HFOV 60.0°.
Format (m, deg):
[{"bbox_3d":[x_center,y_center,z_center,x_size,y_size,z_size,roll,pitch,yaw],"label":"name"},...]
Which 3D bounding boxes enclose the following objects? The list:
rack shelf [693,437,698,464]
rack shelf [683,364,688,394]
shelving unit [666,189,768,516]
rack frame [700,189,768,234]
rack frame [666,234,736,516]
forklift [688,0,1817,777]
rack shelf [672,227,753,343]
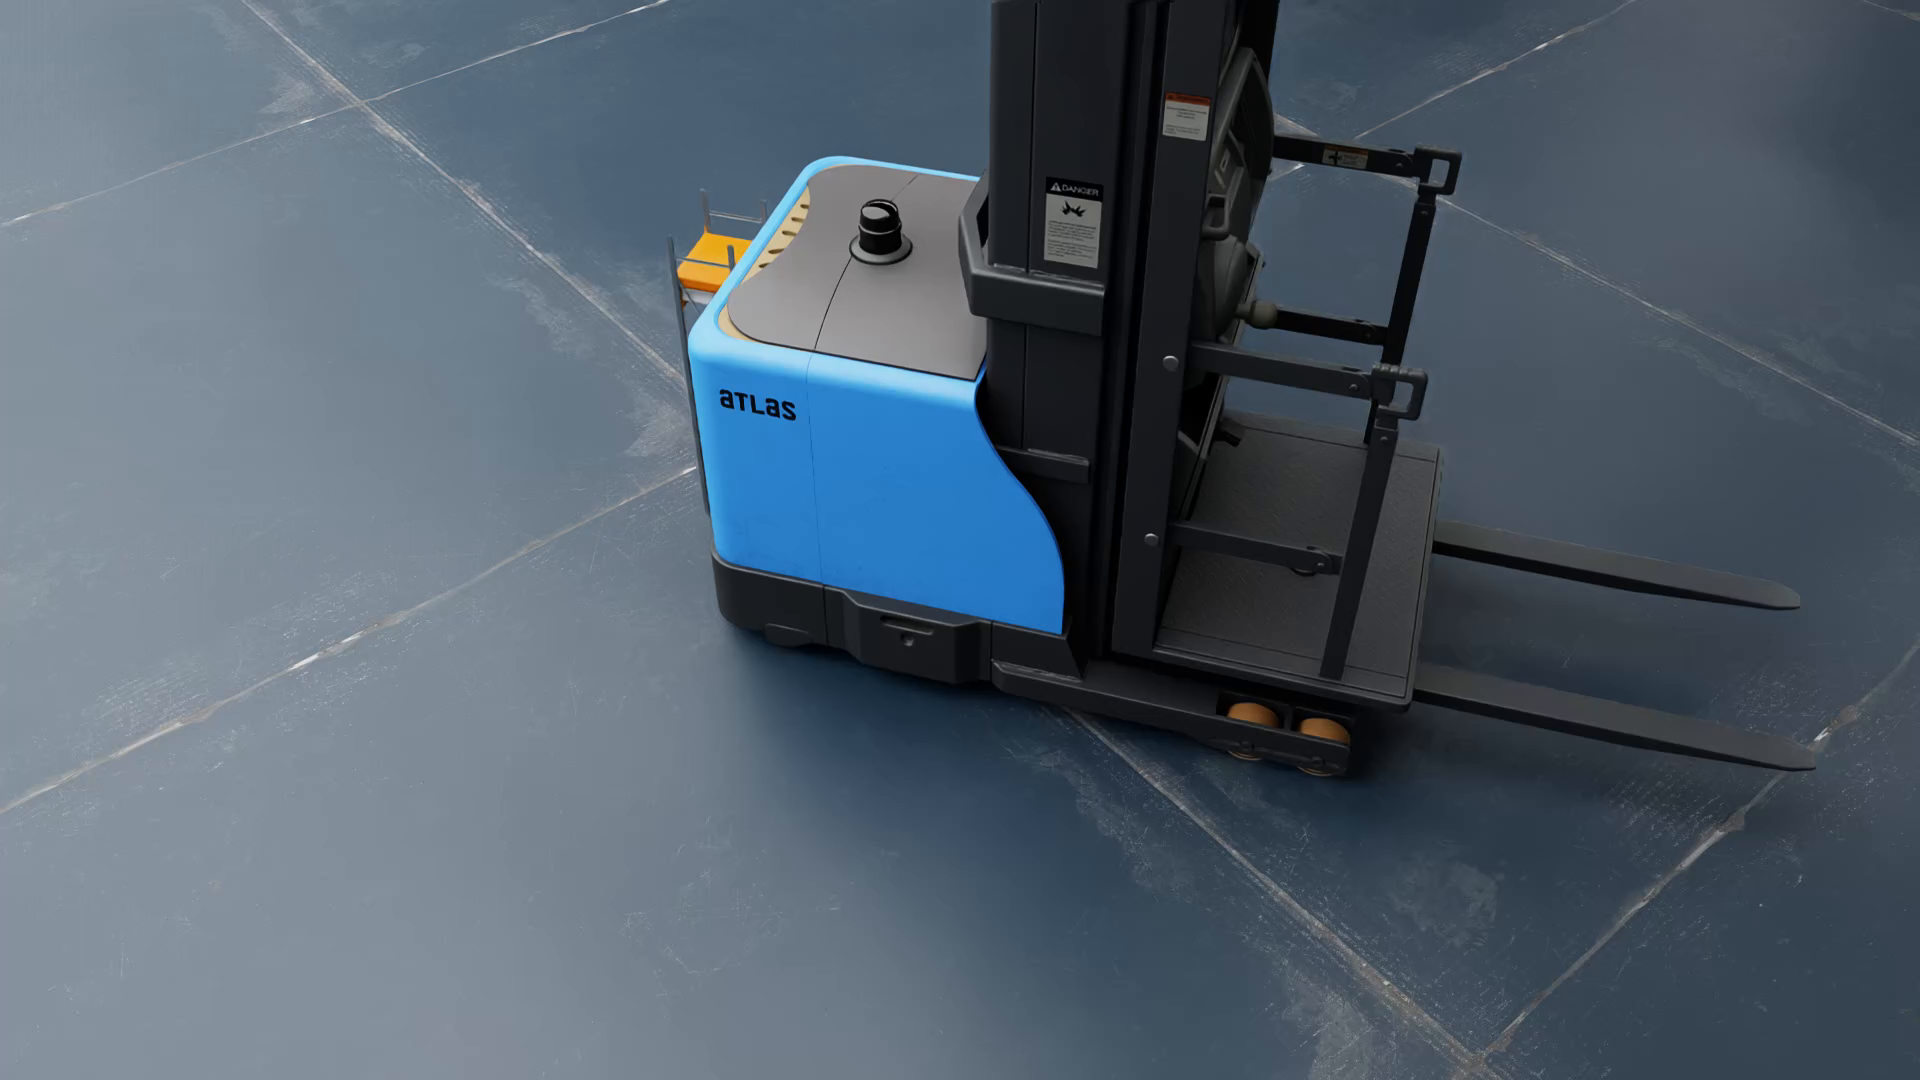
[{"bbox_3d":[-0.686,-0.316,5.241,0.215,0.259,0.240,12,44,12],"label":"rack shelf"},{"bbox_3d":[-0.686,-0.519,5.051,0.215,0.259,0.240,12,44,12],"label":"rack shelf"},{"bbox_3d":[-0.686,-0.527,5.044,0.215,1.050,0.252,12,44,12],"label":"shelving unit"},{"bbox_3d":[-0.651,-0.607,5.129,0.200,1.050,0.008,12,44,12],"label":"rack frame"},{"bbox_3d":[-0.721,-0.447,4.959,0.200,1.050,0.008,12,44,12],"label":"rack frame"},{"bbox_3d":[0.857,-0.830,3.992,3.031,2.935,1.130,12,44,12],"label":"forklift"},{"bbox_3d":[-0.686,-0.726,4.857,0.215,0.259,0.240,12,44,12],"label":"rack shelf"}]
